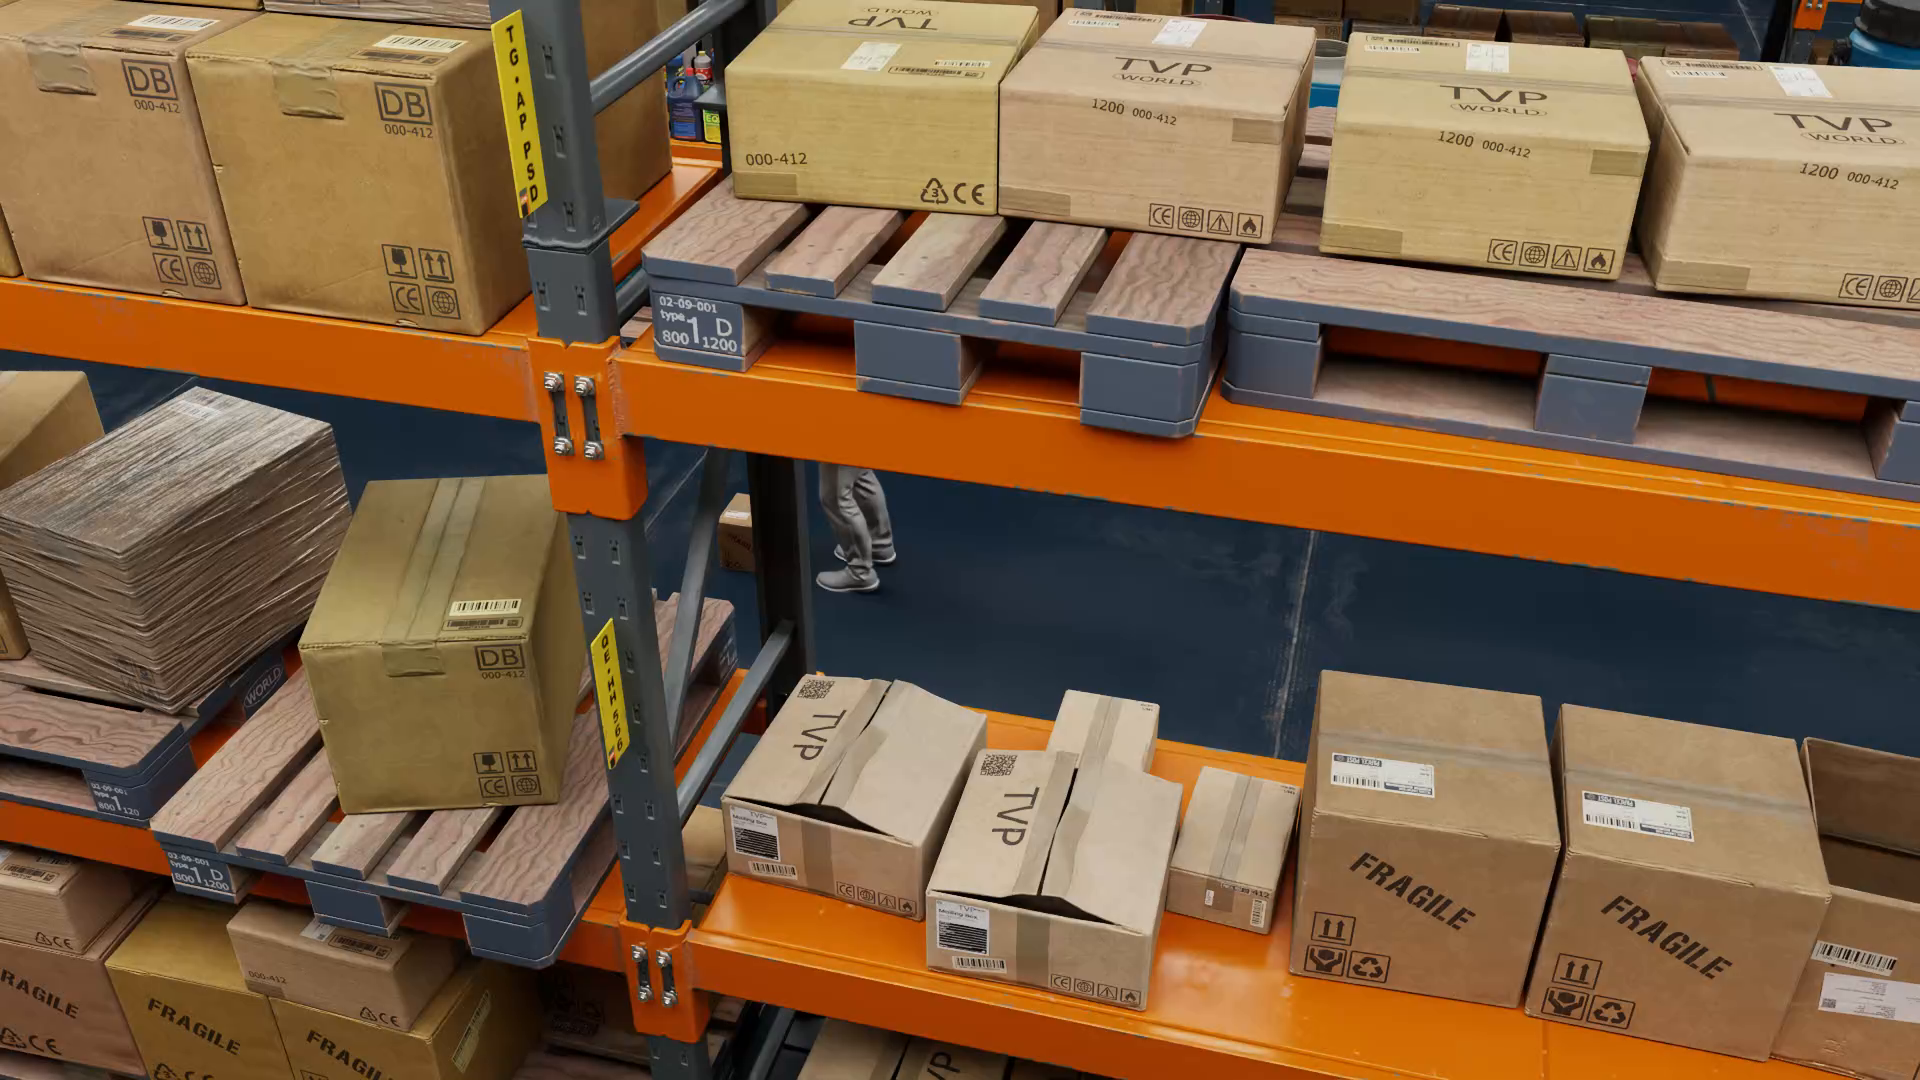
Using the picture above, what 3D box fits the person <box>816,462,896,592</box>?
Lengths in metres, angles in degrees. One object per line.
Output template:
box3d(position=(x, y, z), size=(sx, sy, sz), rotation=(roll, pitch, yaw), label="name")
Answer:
box3d(position=(-0.465, -0.531, 6.975), size=(0.352, 1.659, 0.479), rotation=(9, 34, 13), label="person")
